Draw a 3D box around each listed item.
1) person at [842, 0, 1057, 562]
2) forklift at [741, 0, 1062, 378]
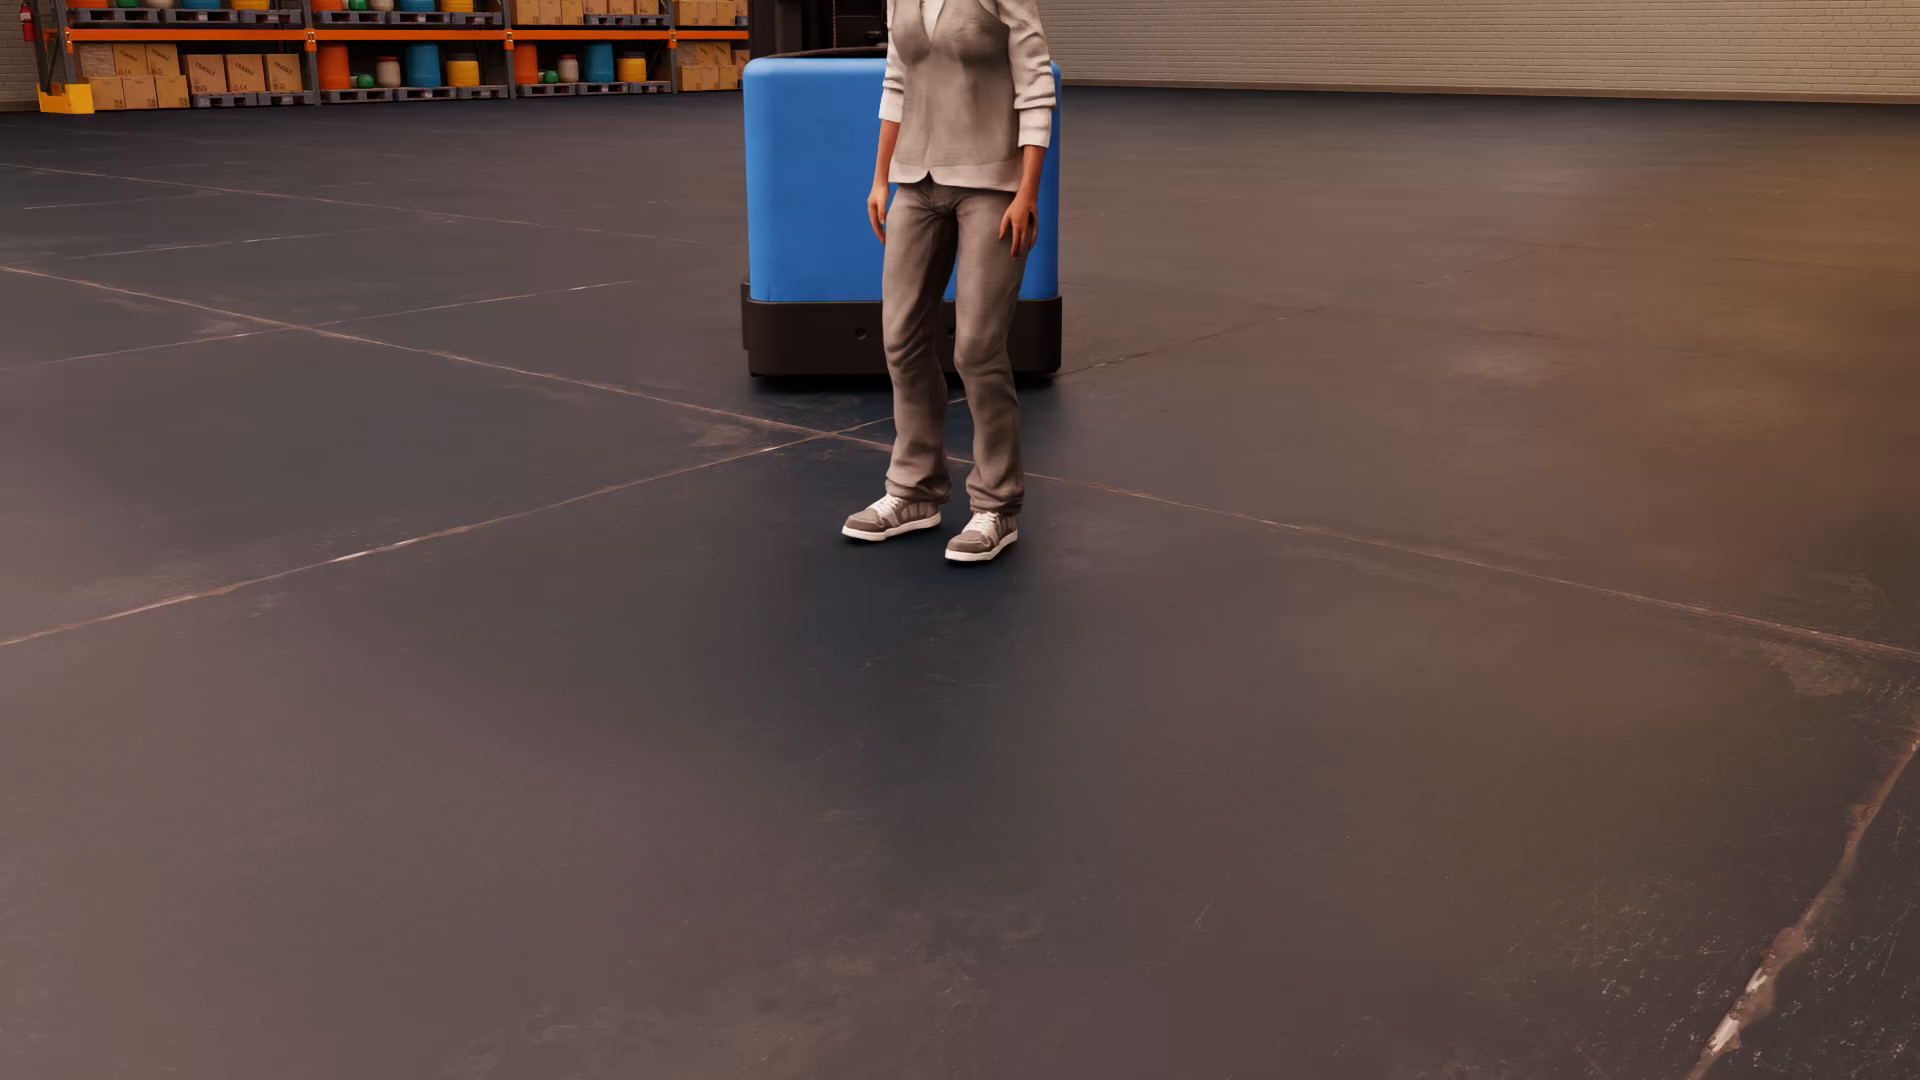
[{"bbox_3d":[-0.009,-0.755,3.692,0.467,1.591,0.344,13,21,36],"label":"person"},{"bbox_3d":[-0.286,-2.322,6.546,1.130,2.935,3.031,-1,17,-4],"label":"forklift"}]
